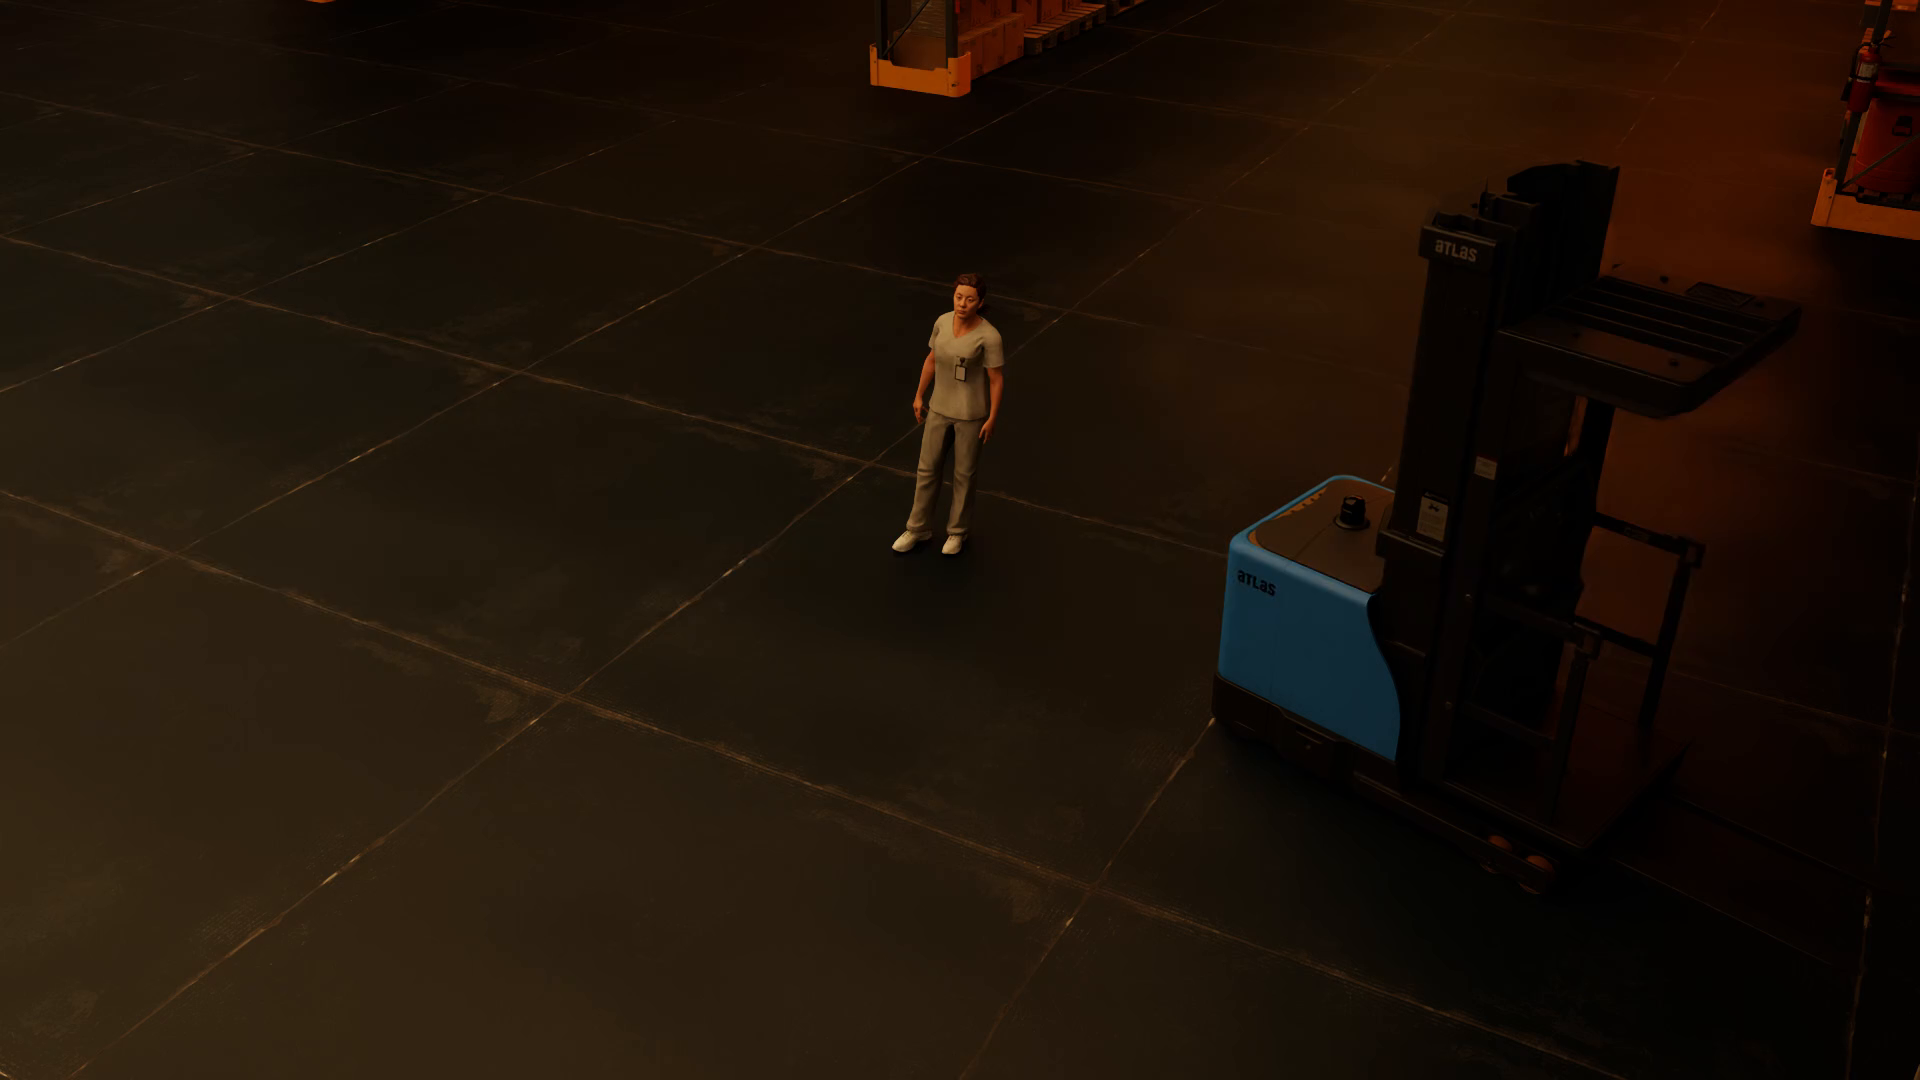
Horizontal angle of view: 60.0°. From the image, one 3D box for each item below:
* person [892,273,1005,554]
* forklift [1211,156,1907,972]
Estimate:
[{"bbox_3d":[-0.047,-0.703,9.530,0.550,1.675,0.549,15,33,25],"label":"person"},{"bbox_3d":[2.673,-0.010,7.087,3.031,2.935,1.130,26,39,37],"label":"forklift"}]
